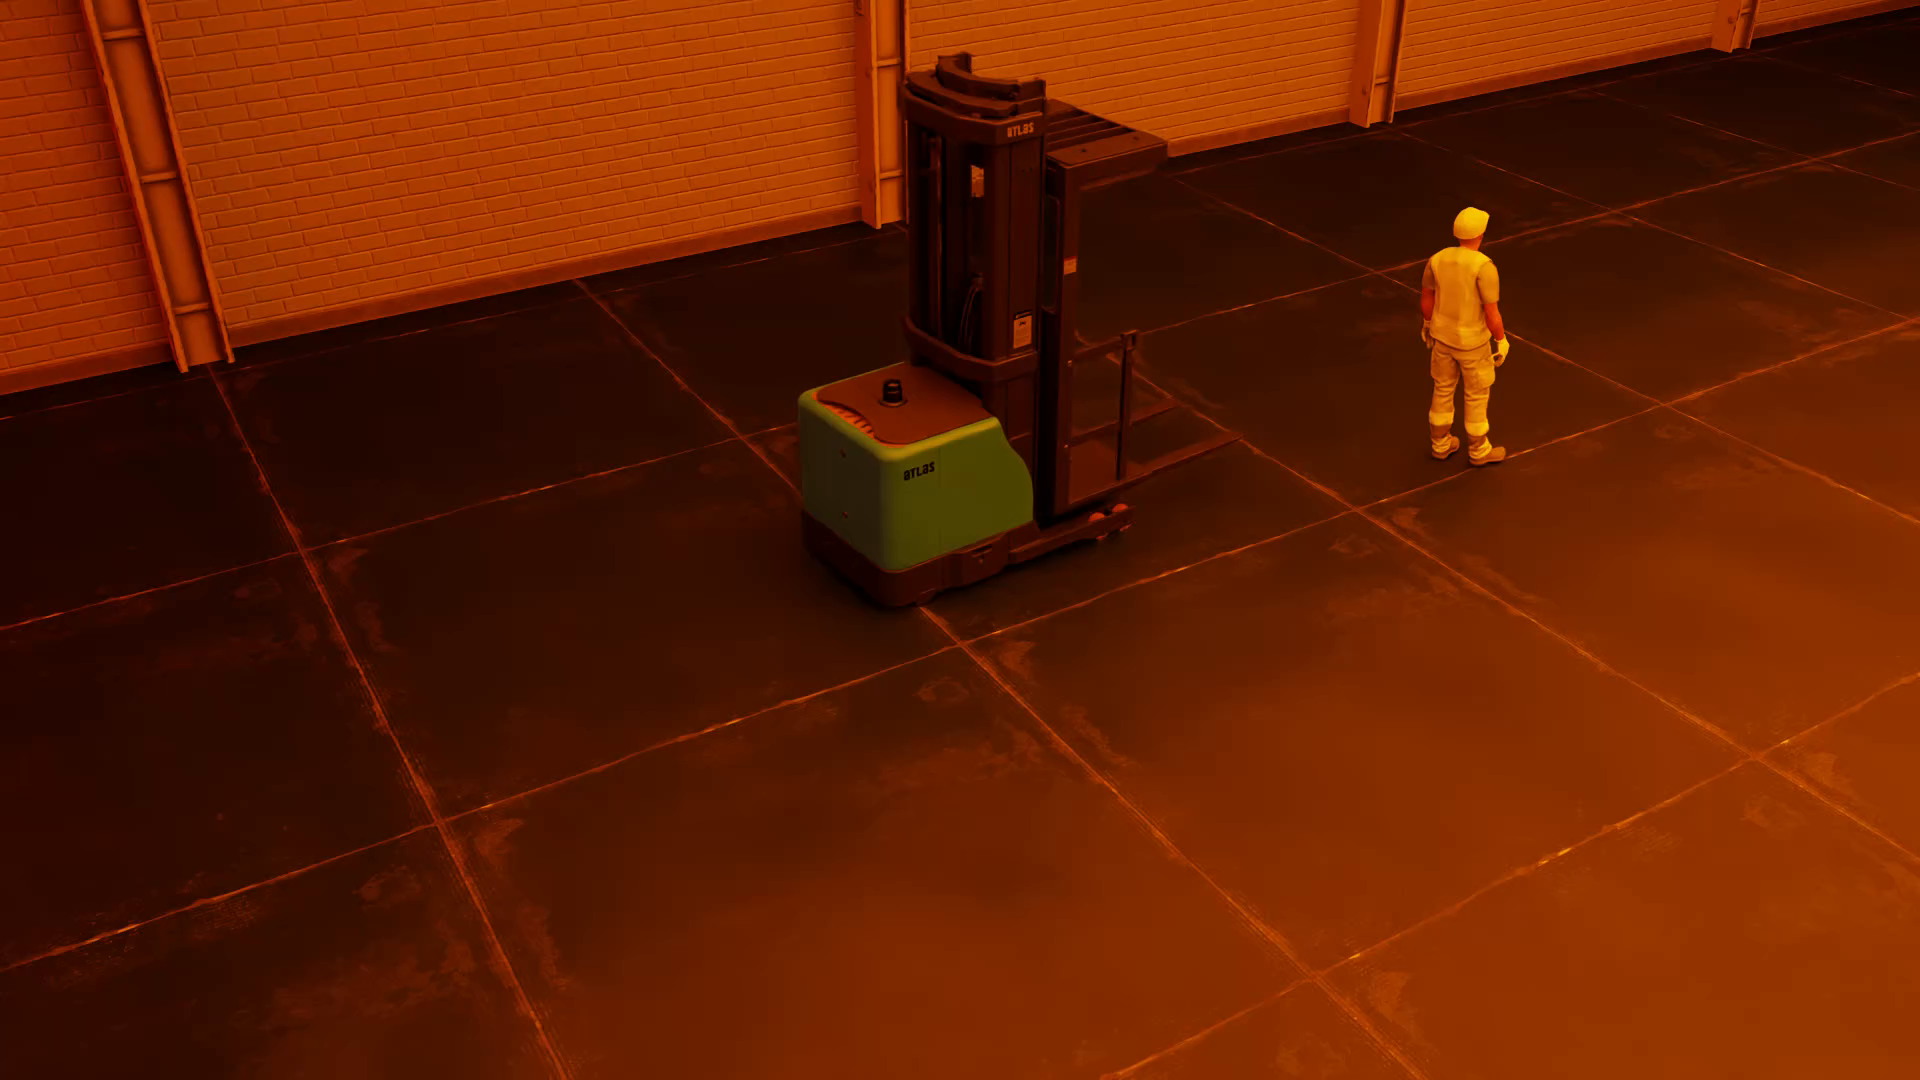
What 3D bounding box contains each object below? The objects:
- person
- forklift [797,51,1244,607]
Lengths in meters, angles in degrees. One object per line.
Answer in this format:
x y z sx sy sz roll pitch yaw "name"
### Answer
3.371 -1.359 11.016 0.560 1.788 0.637 -23 38 -33 "person"
0.506 -1.459 10.084 3.031 2.935 1.130 -21 37 -30 "forklift"
